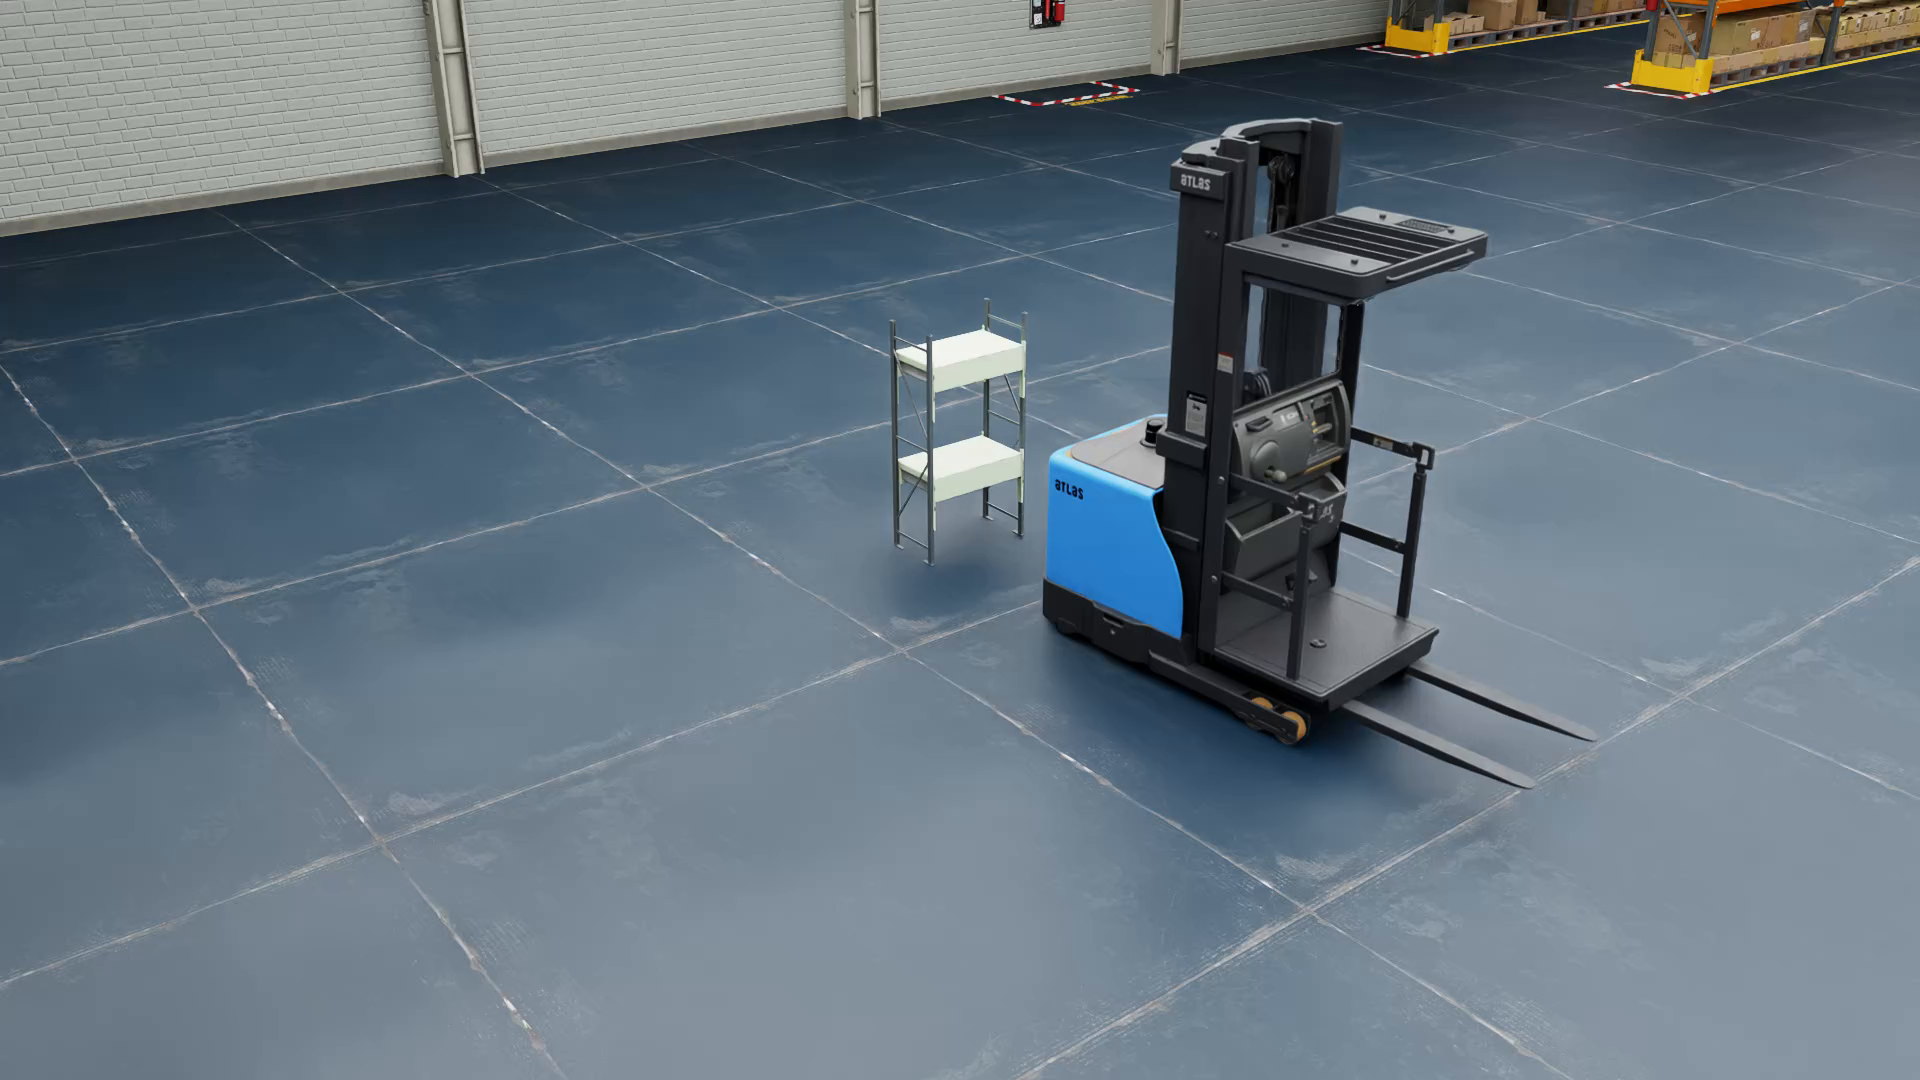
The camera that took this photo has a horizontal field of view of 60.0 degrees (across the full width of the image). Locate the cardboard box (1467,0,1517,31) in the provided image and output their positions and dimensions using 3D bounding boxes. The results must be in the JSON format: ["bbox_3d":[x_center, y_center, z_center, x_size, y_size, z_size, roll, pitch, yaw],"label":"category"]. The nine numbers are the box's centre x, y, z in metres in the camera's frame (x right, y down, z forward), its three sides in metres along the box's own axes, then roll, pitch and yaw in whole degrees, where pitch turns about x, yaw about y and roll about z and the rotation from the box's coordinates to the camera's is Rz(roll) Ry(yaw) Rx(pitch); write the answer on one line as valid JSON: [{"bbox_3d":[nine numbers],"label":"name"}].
[{"bbox_3d":[9.704,-9.624,30.371,0.500,0.500,0.700,-21,32,-37],"label":"cardboard box"}]

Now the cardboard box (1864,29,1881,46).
[{"bbox_3d":[15.534,-8.720,28.742,0.500,0.250,0.500,-19,31,-36],"label":"cardboard box"}]

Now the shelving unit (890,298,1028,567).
[{"bbox_3d":[-0.005,-0.679,10.431,0.755,1.500,0.431,-18,31,-34],"label":"shelving unit"}]

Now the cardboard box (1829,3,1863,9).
[{"bbox_3d":[15.594,-9.279,29.282,0.500,0.311,0.500,-19,31,-35],"label":"cardboard box"}]

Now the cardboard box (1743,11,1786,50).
[{"bbox_3d":[12.848,-8.184,26.699,0.500,0.500,0.500,-18,31,-34],"label":"cardboard box"}]

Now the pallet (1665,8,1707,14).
[{"bbox_3d":[15.010,-11.080,34.373,1.213,0.211,1.003,-18,31,-34],"label":"pallet"}]

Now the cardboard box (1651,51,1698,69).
[{"bbox_3d":[11.347,-7.627,26.388,0.500,0.250,0.500,-18,31,-34],"label":"cardboard box"}]

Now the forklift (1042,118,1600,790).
[{"bbox_3d":[1.855,-0.529,8.409,1.130,2.935,3.031,-22,33,-38],"label":"forklift"}]

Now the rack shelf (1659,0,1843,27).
[{"bbox_3d":[12.681,-8.640,26.658,4.000,0.370,1.077,-18,31,-34],"label":"rack shelf"}]

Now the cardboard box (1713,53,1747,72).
[{"bbox_3d":[12.057,-7.587,26.301,0.500,0.250,0.500,-18,31,-34],"label":"cardboard box"}]

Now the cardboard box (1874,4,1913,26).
[{"bbox_3d":[16.338,-9.237,29.192,0.500,0.311,0.500,-18,31,-34],"label":"cardboard box"}]

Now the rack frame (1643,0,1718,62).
[{"bbox_3d":[11.107,-8.447,25.387,0.127,3.000,1.000,-18,31,-34],"label":"rack frame"}]

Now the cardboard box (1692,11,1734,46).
[{"bbox_3d":[12.123,-8.233,26.802,0.500,0.500,0.500,-18,31,-34],"label":"cardboard box"}]

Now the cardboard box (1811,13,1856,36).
[{"bbox_3d":[14.734,-8.708,28.052,0.500,0.311,0.500,-18,30,-34],"label":"cardboard box"}]

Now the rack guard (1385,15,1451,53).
[{"bbox_3d":[8.107,-8.973,29.490,0.348,0.500,1.175,-18,31,-34],"label":"rack guard"}]

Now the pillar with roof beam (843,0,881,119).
[{"bbox_3d":[1.278,-8.733,18.878,0.400,9.000,9.100,-18,31,-34],"label":"pillar with roof beam"}]

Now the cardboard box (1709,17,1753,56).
[{"bbox_3d":[12.059,-7.926,26.142,0.500,0.500,0.500,-18,31,-34],"label":"cardboard box"}]

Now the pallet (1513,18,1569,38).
[{"bbox_3d":[10.688,-9.675,31.346,1.213,0.211,1.003,-18,31,-34],"label":"pallet"}]

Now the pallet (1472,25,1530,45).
[{"bbox_3d":[9.728,-9.356,30.659,1.213,0.211,1.003,-18,31,-34],"label":"pallet"}]

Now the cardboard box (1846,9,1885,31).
[{"bbox_3d":[15.537,-8.971,28.619,0.500,0.311,0.500,-19,31,-36],"label":"cardboard box"}]

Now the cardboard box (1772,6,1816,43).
[{"bbox_3d":[13.624,-8.450,27.271,0.500,0.500,0.500,-18,31,-34],"label":"cardboard box"}]

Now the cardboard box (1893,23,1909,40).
[{"bbox_3d":[16.338,-8.986,29.316,0.500,0.250,0.500,-17,30,-33],"label":"cardboard box"}]

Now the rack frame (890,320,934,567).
[{"bbox_3d":[-0.293,-0.583,10.226,0.023,1.500,0.400,-18,31,-34],"label":"rack frame"}]

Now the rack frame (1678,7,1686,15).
[{"bbox_3d":[14.343,-12.165,33.399,0.127,3.000,1.000,-18,31,-34],"label":"rack frame"}]

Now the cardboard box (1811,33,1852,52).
[{"bbox_3d":[14.725,-8.452,28.165,0.500,0.250,0.500,-19,31,-35],"label":"cardboard box"}]

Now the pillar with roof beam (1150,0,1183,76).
[{"bbox_3d":[5.999,-10.292,22.236,0.400,9.000,9.100,-18,31,-34],"label":"pillar with roof beam"}]

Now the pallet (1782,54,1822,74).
[{"bbox_3d":[13.603,-8.028,27.798,1.213,0.211,1.003,-18,31,-34],"label":"pallet"}]

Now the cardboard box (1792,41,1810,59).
[{"bbox_3d":[13.625,-8.110,27.428,0.500,0.250,0.500,-18,31,-34],"label":"cardboard box"}]

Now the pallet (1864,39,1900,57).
[{"bbox_3d":[15.771,-8.744,29.340,1.213,0.211,1.003,-18,31,-34],"label":"pallet"}]

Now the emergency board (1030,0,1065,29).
[{"bbox_3d":[1.375,-8.367,25.216,0.643,1.169,0.194,-18,31,-34],"label":"emergency board"}]

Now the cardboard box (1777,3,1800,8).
[{"bbox_3d":[13.697,-8.752,27.922,0.500,0.500,0.500,-18,31,-34],"label":"cardboard box"}]

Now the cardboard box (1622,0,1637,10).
[{"bbox_3d":[12.958,-10.793,32.888,0.500,0.500,0.700,-18,31,-34],"label":"cardboard box"}]

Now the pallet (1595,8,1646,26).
[{"bbox_3d":[12.767,-10.382,32.870,1.213,0.211,1.003,-18,31,-34],"label":"pallet"}]

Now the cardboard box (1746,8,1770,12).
[{"bbox_3d":[12.910,-8.493,27.363,0.500,0.500,0.500,-18,31,-34],"label":"cardboard box"}]

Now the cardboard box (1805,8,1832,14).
[{"bbox_3d":[14.802,-9.021,28.725,0.500,0.311,0.500,-17,30,-33],"label":"cardboard box"}]

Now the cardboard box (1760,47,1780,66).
[{"bbox_3d":[12.848,-7.845,26.857,0.500,0.250,0.500,-18,31,-34],"label":"cardboard box"}]

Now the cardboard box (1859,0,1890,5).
[{"bbox_3d":[16.401,-9.544,29.854,0.500,0.311,0.500,-19,31,-35],"label":"cardboard box"}]

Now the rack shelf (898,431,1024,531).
[{"bbox_3d":[-0.005,-0.383,10.568,0.720,0.370,0.431,-18,31,-34],"label":"rack shelf"}]

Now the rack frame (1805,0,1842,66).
[{"bbox_3d":[14.255,-9.486,27.626,0.127,3.000,1.000,-18,31,-34],"label":"rack frame"}]

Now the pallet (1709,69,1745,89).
[{"bbox_3d":[11.683,-7.394,26.432,1.213,0.211,1.003,-18,31,-34],"label":"pallet"}]

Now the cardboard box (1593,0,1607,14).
[{"bbox_3d":[12.140,-10.539,32.342,0.500,0.500,0.700,-19,31,-35],"label":"cardboard box"}]

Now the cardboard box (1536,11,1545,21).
[{"bbox_3d":[10.792,-9.891,31.343,0.380,0.166,0.250,22,33,39],"label":"cardboard box"}]

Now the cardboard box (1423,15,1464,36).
[{"bbox_3d":[8.647,-9.217,29.717,0.500,0.311,0.500,-23,33,-40],"label":"cardboard box"}]

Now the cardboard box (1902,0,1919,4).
[{"bbox_3d":[17.142,-9.505,29.768,0.500,0.311,0.500,-17,30,-33],"label":"cardboard box"}]
